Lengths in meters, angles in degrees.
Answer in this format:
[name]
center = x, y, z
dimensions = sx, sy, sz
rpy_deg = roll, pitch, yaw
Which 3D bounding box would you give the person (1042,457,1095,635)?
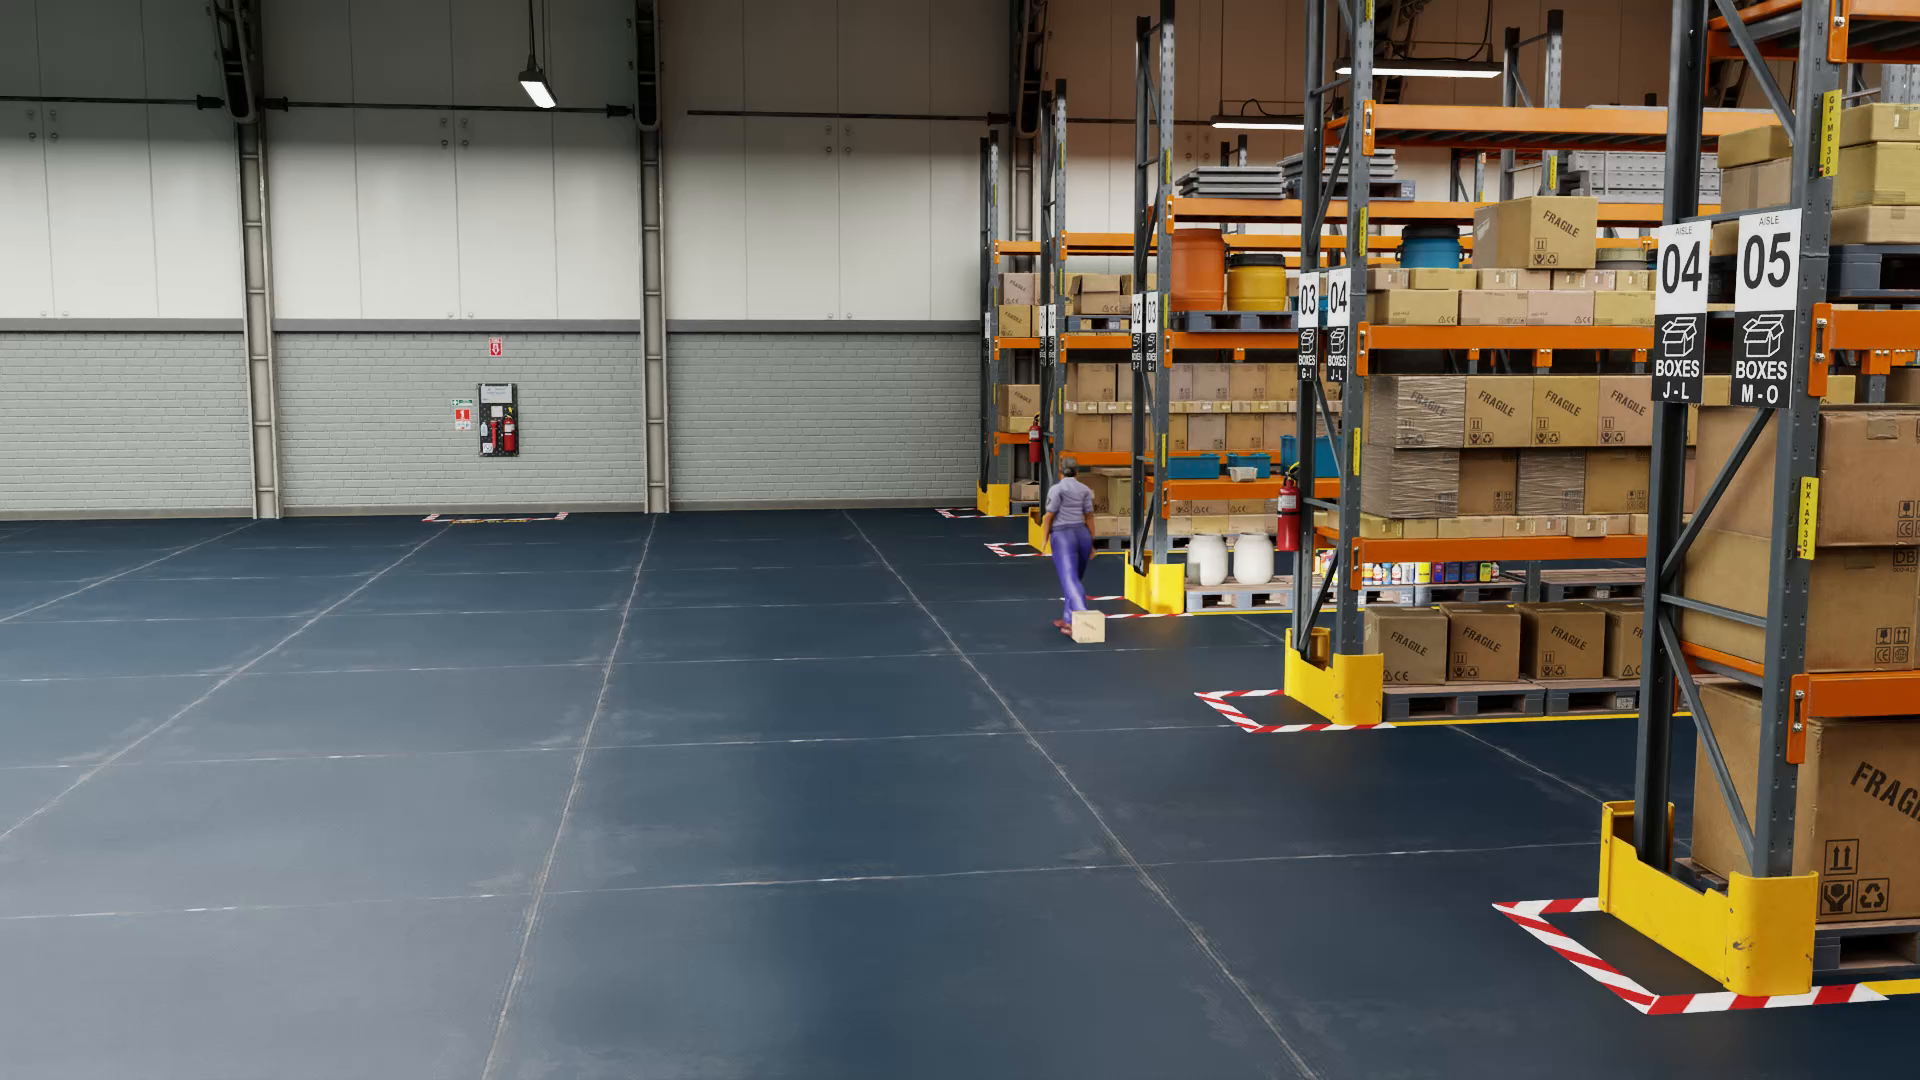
[person]
center = 1.033, 0.045, 15.483
dimensions = 0.511, 1.630, 0.696
rpy_deg = -5, 8, -36
